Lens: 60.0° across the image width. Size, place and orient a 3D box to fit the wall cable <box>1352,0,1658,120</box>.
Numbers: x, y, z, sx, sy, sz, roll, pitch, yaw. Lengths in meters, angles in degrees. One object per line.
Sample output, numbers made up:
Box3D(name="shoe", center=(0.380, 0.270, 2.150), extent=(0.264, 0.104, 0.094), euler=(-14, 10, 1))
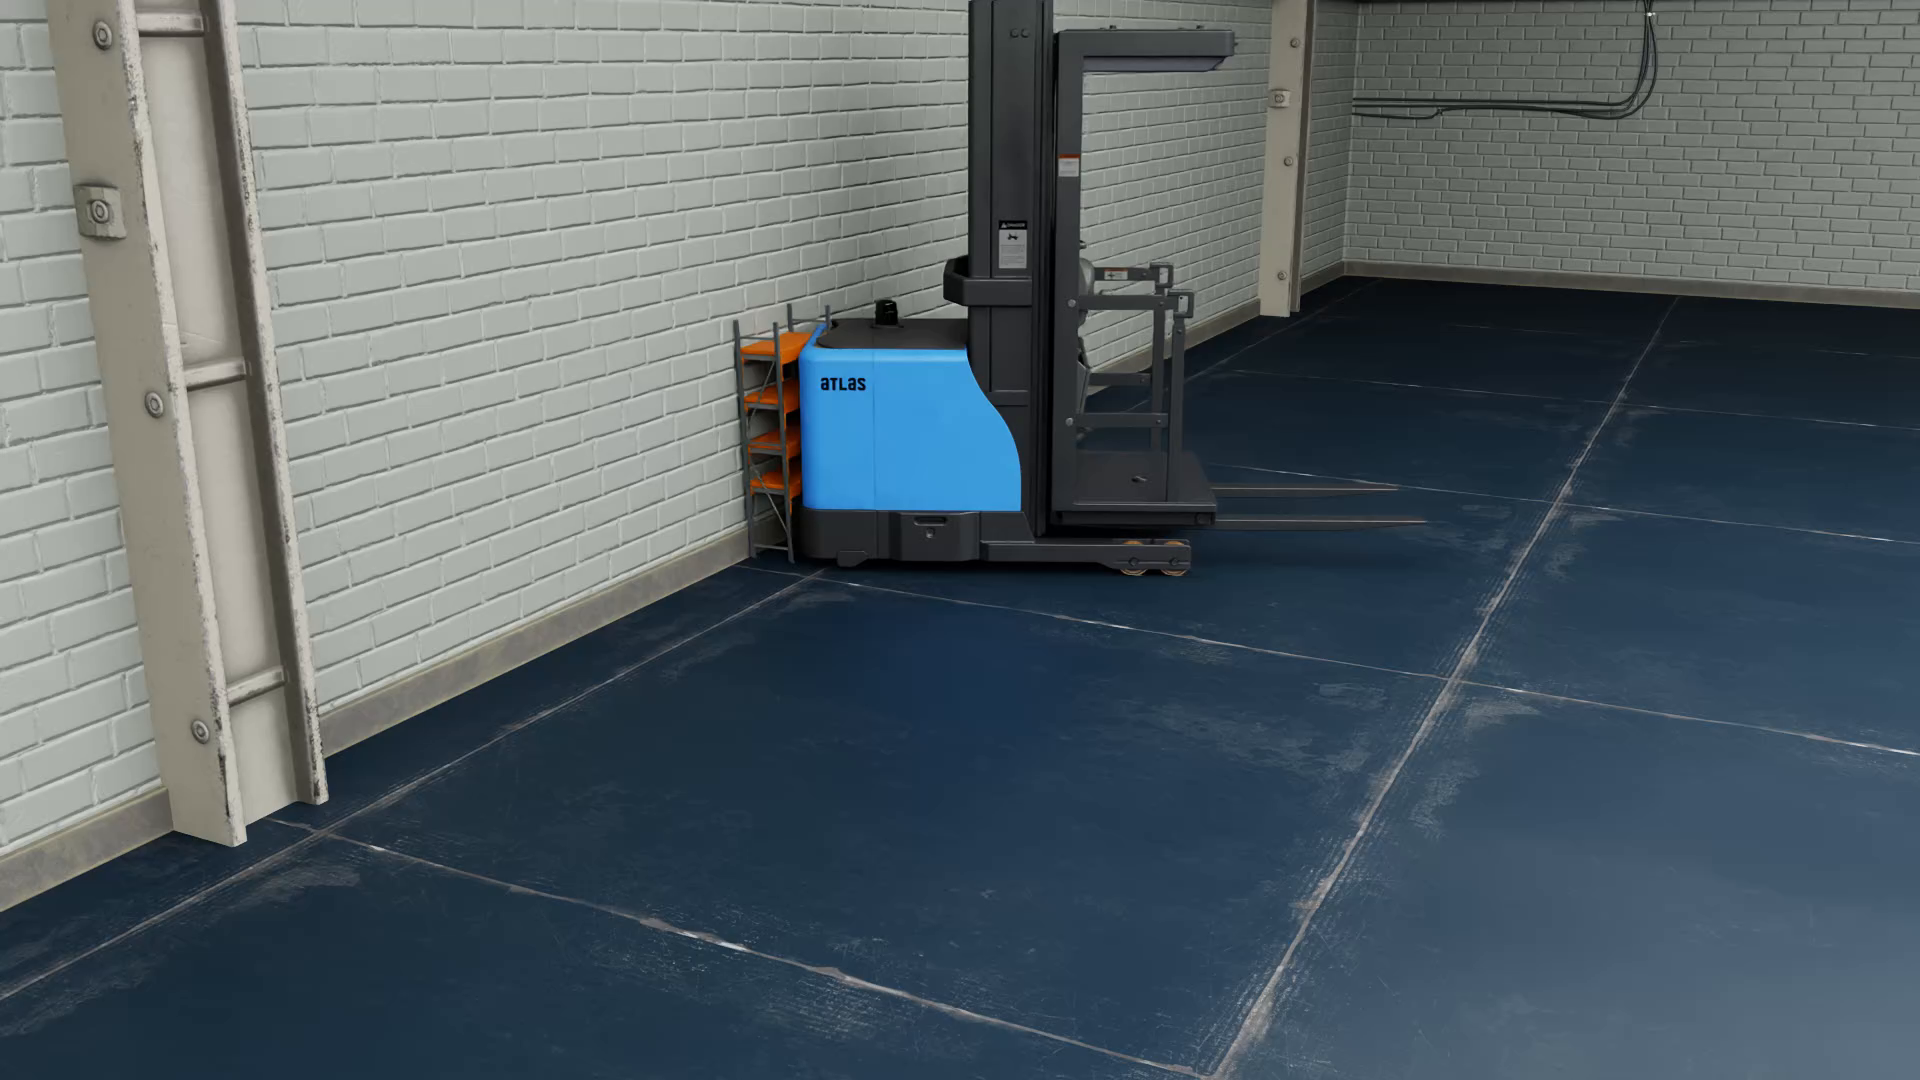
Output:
Box3D(name="wall cable", center=(5.517, -5.563, 16.902), extent=(3.097, 2.526, 0.112), euler=(8, 18, 25))

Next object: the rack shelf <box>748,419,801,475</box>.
Box3D(name="rack shelf", center=(-0.836, -0.465, 8.241), extent=(0.258, 0.148, 0.480), euler=(6, 19, 25))

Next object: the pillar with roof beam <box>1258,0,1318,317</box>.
Box3D(name="pillar with roof beam", center=(6.869, -5.922, 12.656), extent=(9.100, 9.000, 0.400), euler=(8, 18, 25))

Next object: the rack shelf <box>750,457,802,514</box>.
Box3D(name="rack shelf", center=(-0.830, -0.275, 8.301), extent=(0.258, 0.148, 0.480), euler=(6, 19, 25))

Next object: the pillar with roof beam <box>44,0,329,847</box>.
Box3D(name="pillar with roof beam", center=(1.507, -2.865, 2.365), extent=(9.100, 9.000, 0.400), euler=(8, 18, 25))

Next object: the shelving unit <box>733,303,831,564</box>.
Box3D(name="shelving unit", center=(-0.839, -0.529, 8.221), extent=(0.258, 1.200, 0.503), euler=(6, 19, 25))

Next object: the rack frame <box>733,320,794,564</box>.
Box3D(name="rack frame", center=(-0.943, -0.459, 8.012), extent=(0.240, 1.200, 0.015), euler=(6, 19, 25))

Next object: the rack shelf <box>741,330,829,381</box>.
Box3D(name="rack shelf", center=(-0.851, -0.903, 8.103), extent=(0.258, 0.148, 0.480), euler=(6, 19, 25))

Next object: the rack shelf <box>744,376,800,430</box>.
Box3D(name="rack shelf", center=(-0.844, -0.678, 8.174), extent=(0.258, 0.148, 0.480), euler=(6, 19, 25))

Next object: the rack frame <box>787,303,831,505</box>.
Box3D(name="rack frame", center=(-0.734, -0.598, 8.430), extent=(0.240, 1.200, 0.015), euler=(6, 19, 25))

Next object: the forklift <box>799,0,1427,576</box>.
Box3D(name="forklift", center=(0.756, -1.385, 8.041), extent=(3.031, 2.935, 1.130), euler=(0, 17, 2))
